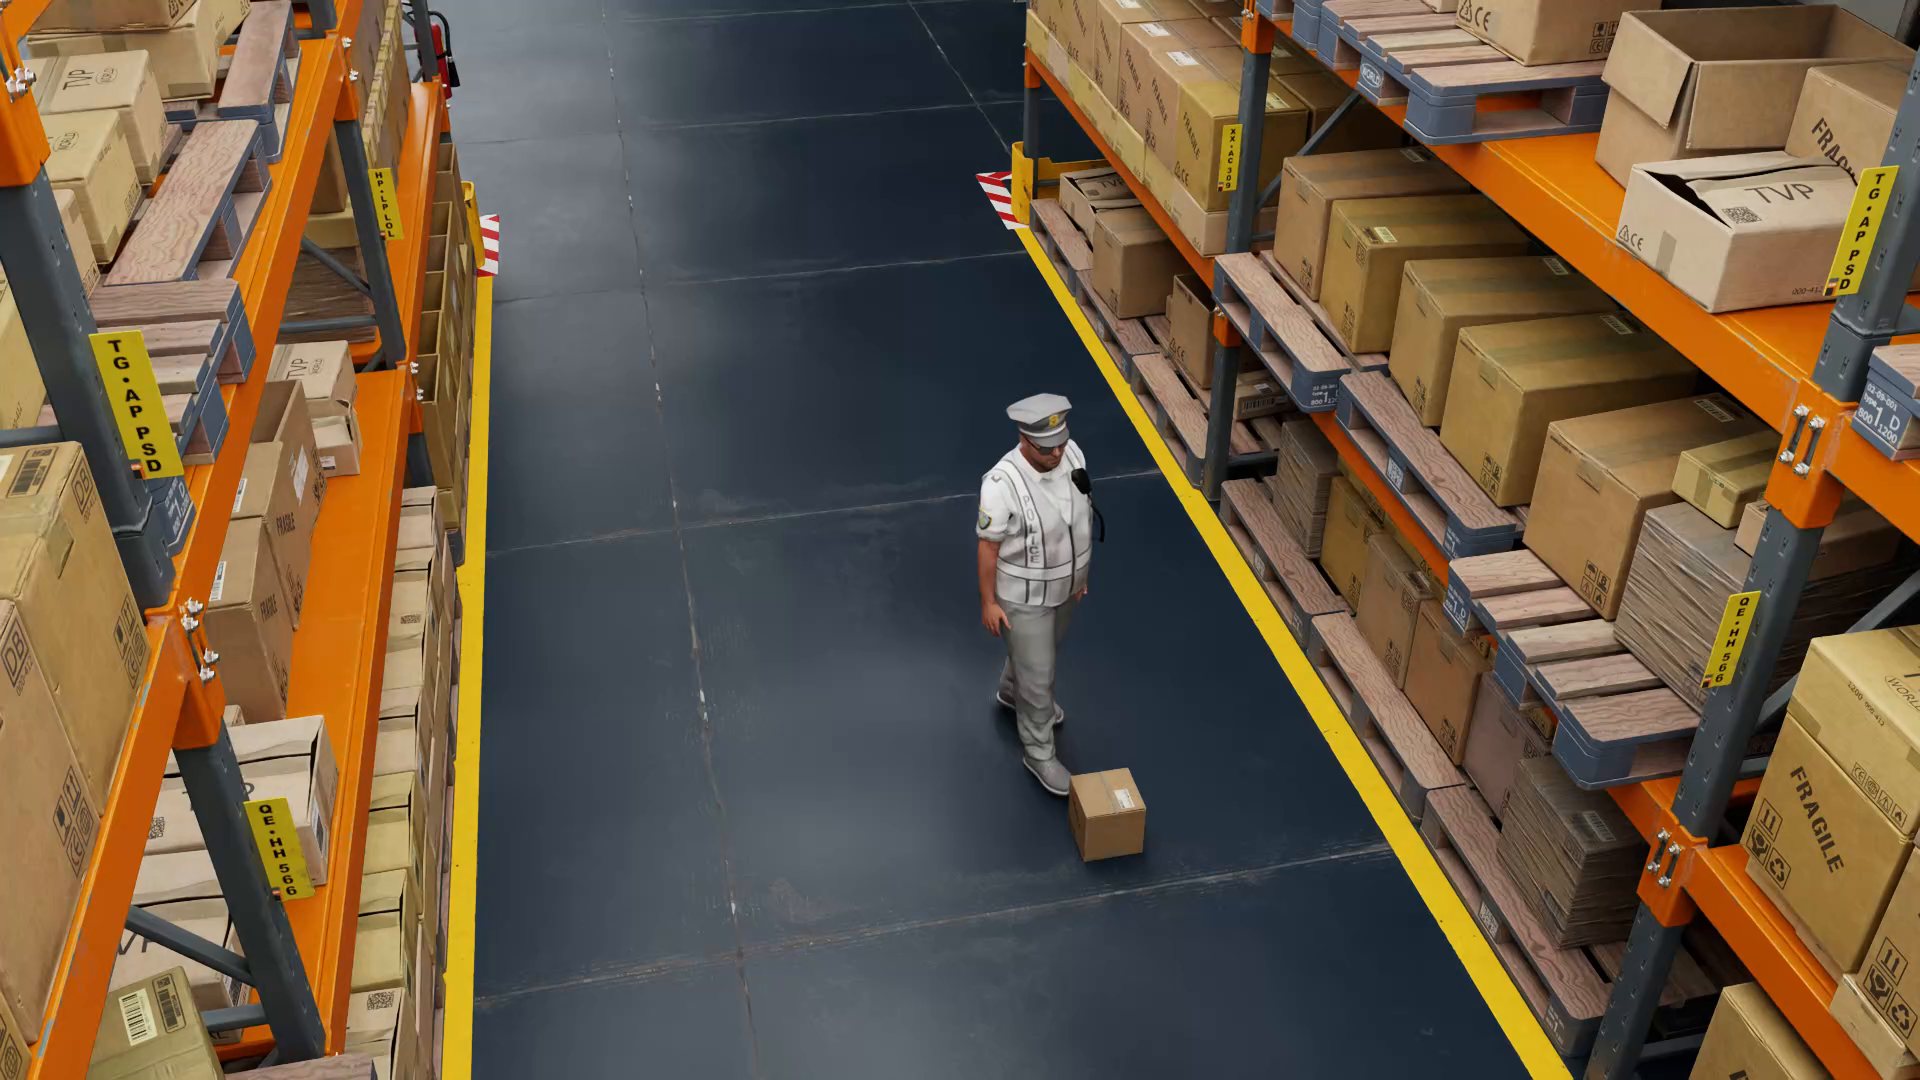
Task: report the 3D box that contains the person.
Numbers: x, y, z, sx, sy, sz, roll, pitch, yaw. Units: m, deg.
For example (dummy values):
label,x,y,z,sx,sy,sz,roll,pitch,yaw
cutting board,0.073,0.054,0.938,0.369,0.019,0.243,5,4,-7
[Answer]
label,x,y,z,sx,sy,sz,roll,pitch,yaw
person,0.349,0.187,6.842,0.682,1.741,0.532,29,44,36
